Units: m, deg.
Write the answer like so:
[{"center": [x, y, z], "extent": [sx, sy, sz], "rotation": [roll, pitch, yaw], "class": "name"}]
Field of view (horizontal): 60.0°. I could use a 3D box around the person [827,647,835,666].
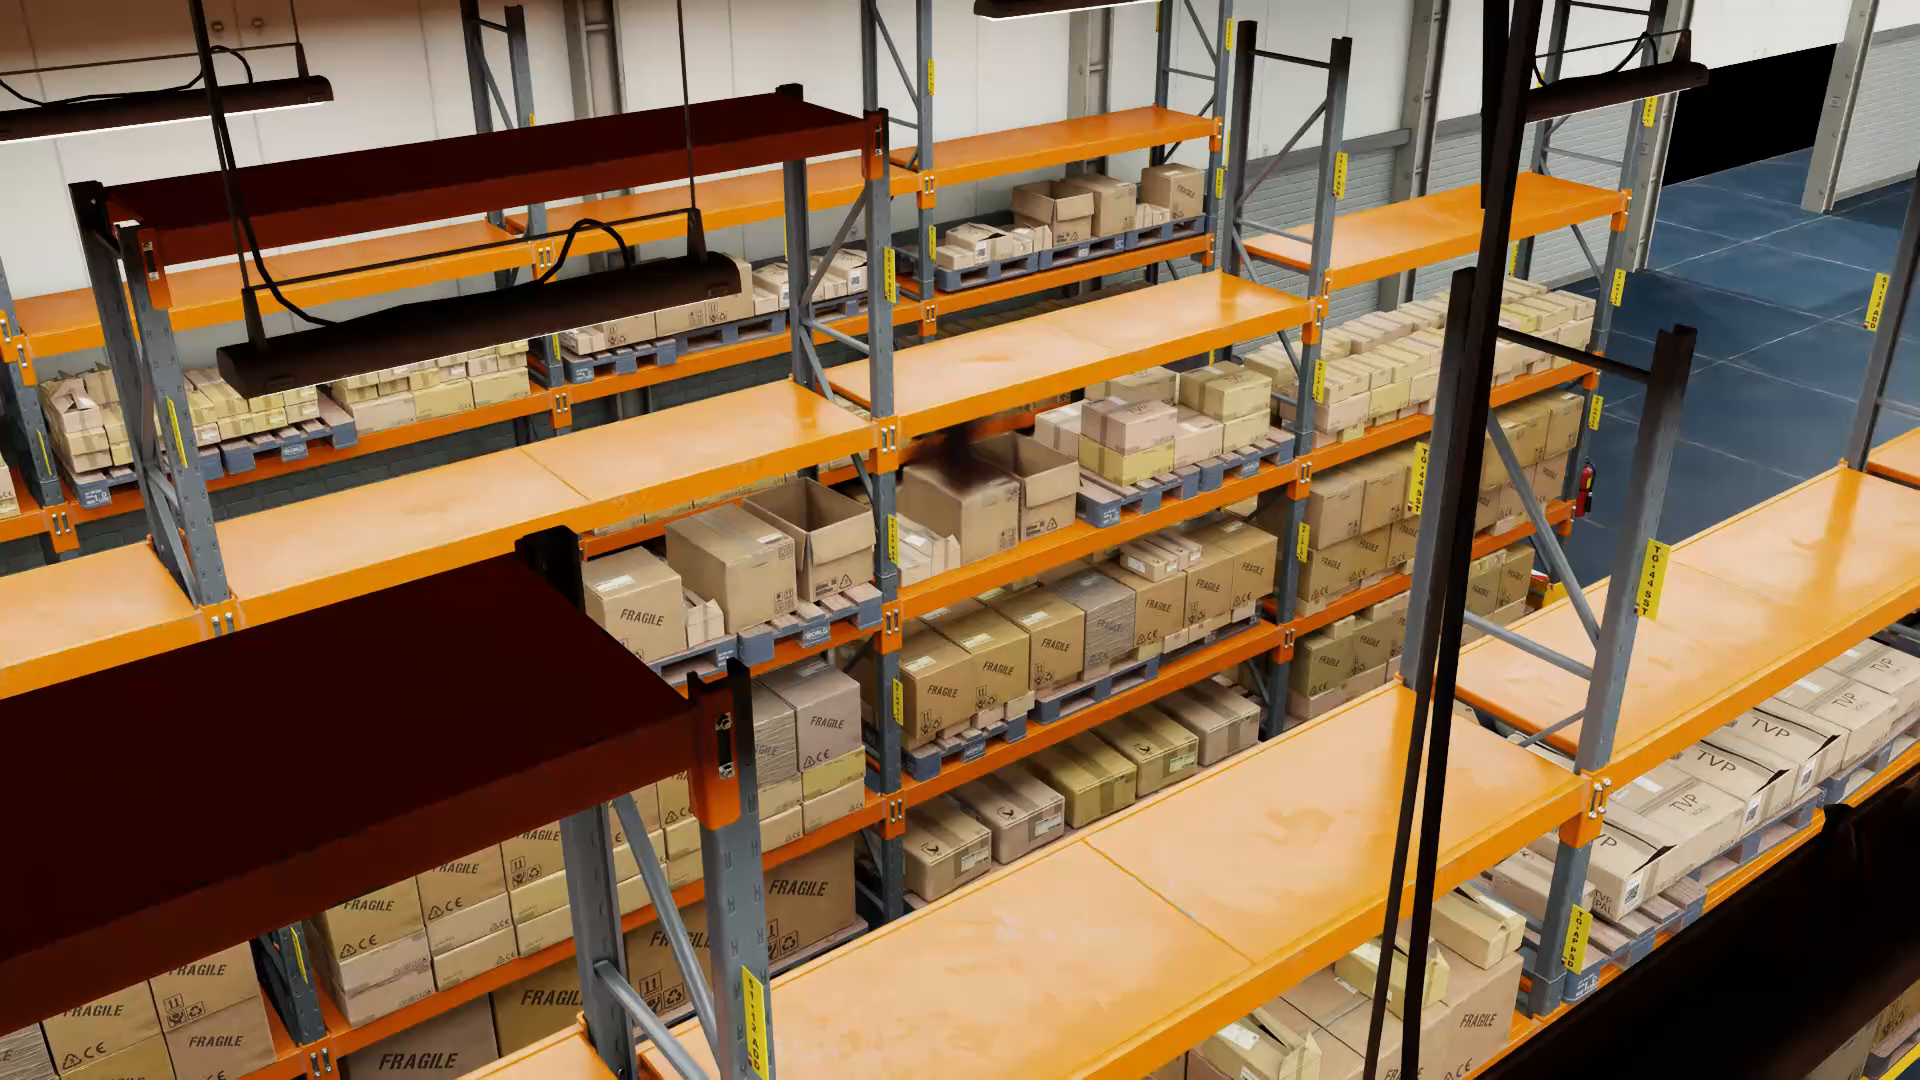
[{"center": [-0.991, 1.012, 13.672], "extent": [0.490, 1.638, 0.605], "rotation": [20, 33, 35], "class": "person"}]
